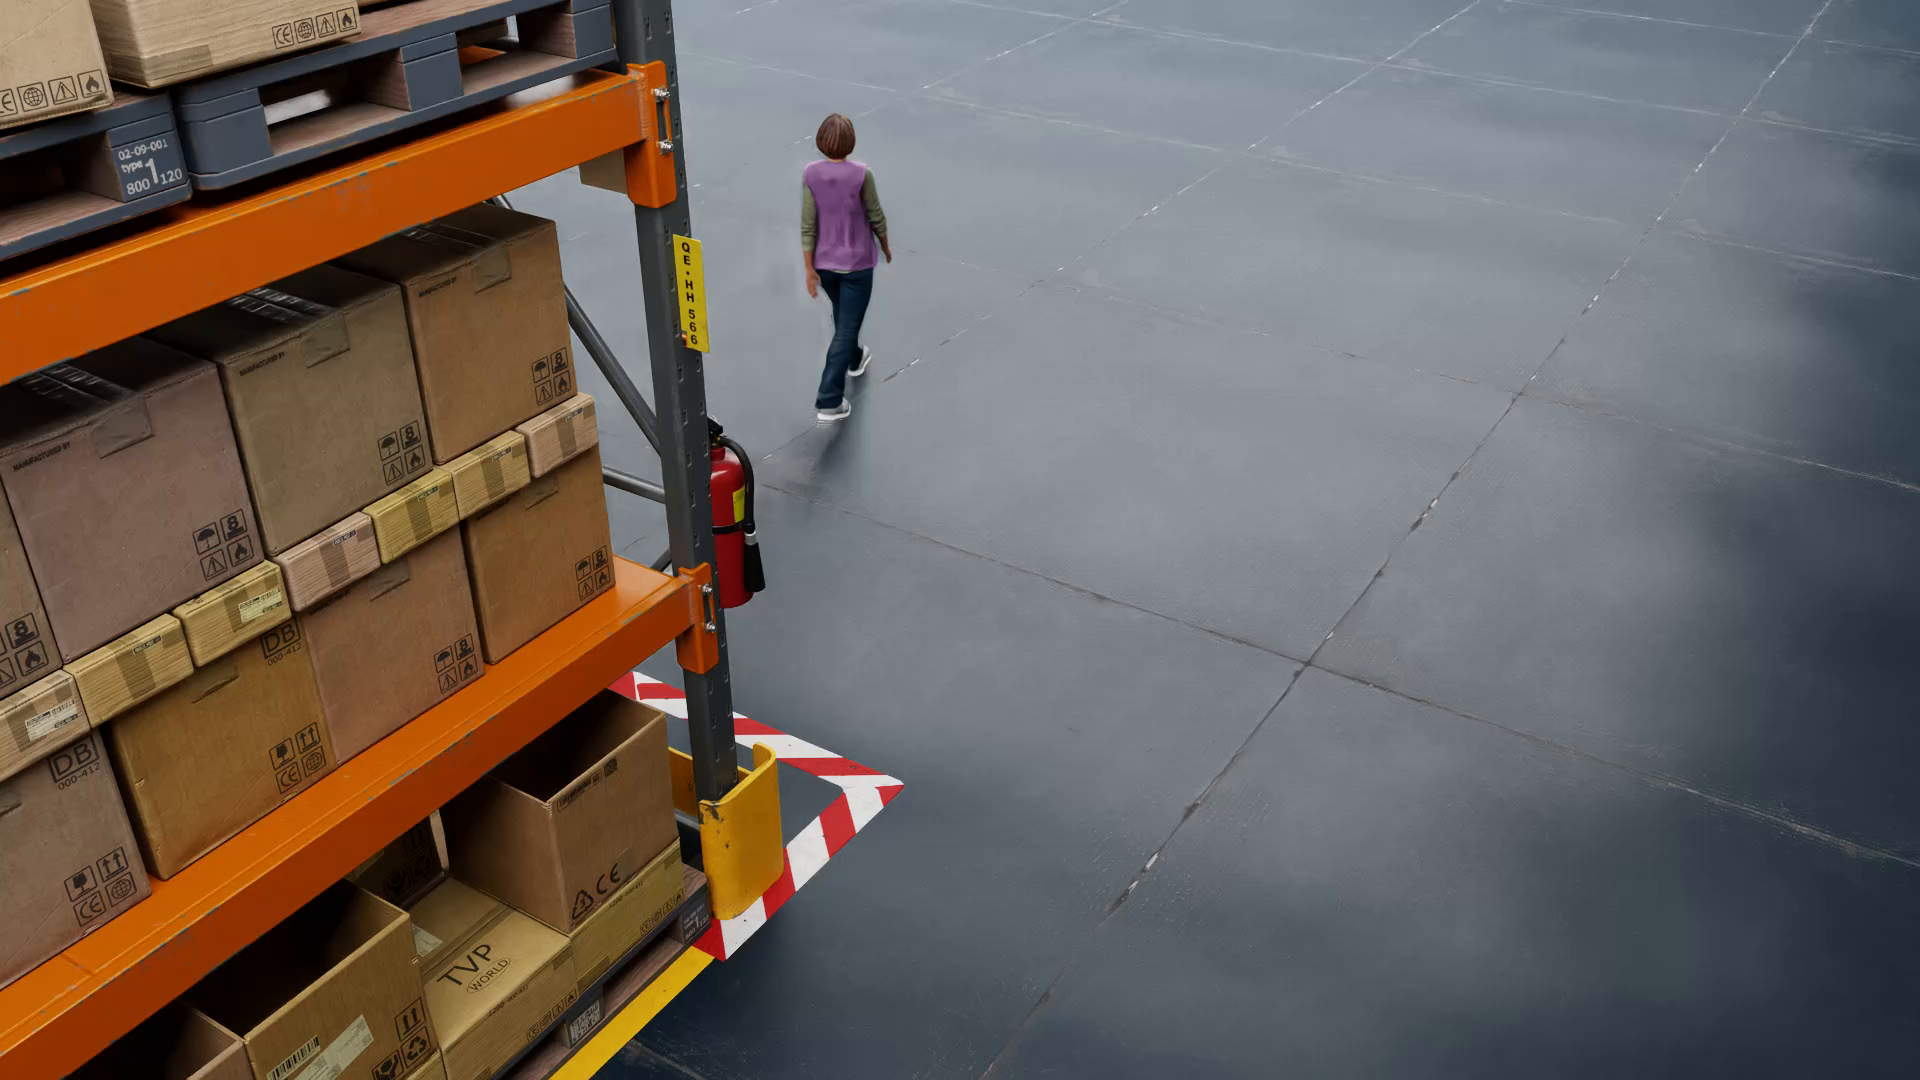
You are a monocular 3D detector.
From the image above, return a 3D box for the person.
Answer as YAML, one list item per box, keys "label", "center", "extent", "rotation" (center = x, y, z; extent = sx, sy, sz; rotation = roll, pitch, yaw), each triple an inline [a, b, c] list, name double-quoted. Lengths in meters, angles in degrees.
- label: "person"
  center: [-0.578, -1.442, 8.549]
  extent: [0.405, 1.539, 0.964]
  rotation: [9, 32, 15]
